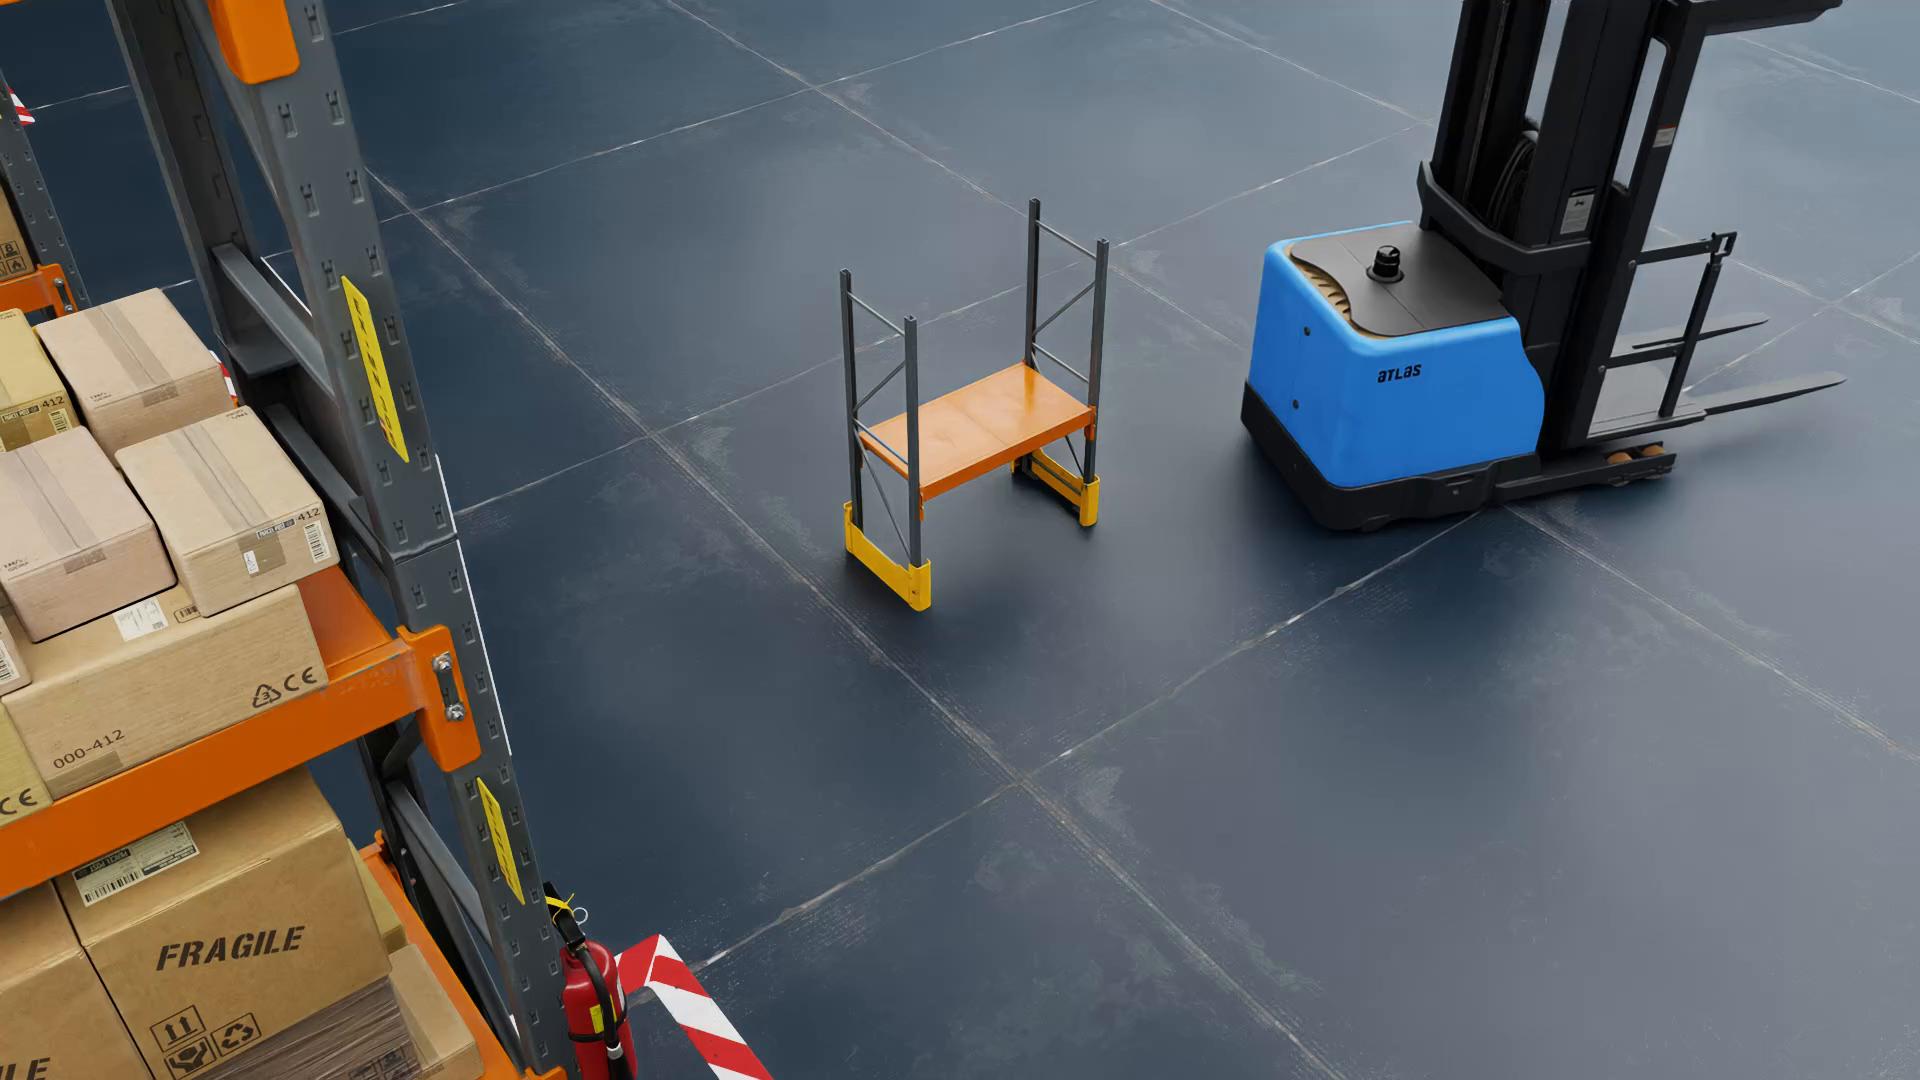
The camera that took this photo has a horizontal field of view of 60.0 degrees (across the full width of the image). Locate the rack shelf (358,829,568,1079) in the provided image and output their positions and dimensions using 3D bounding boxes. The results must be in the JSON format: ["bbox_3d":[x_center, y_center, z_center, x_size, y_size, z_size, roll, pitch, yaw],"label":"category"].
[{"bbox_3d":[-2.892,1.983,3.669,4.000,0.370,1.077,-26,46,-28],"label":"rack shelf"}]

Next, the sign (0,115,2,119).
[{"bbox_3d":[-3.929,-1.863,6.689,0.005,0.325,0.100,-26,46,-28],"label":"sign"}]

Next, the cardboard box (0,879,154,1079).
[{"bbox_3d":[-1.985,0.924,3.290,0.500,0.500,0.500,-26,46,-28],"label":"cardboard box"}]

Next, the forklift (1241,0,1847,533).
[{"bbox_3d":[3.014,-1.707,7.653,3.031,2.935,1.130,-11,41,-13],"label":"forklift"}]

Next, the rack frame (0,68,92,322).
[{"bbox_3d":[-4.248,-1.602,7.471,0.127,3.000,1.000,-26,46,-28],"label":"rack frame"}]

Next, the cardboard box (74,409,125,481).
[{"bbox_3d":[-1.846,-0.114,3.411,0.500,0.250,0.500,-25,45,-27],"label":"cardboard box"}]

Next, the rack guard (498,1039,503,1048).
[{"bbox_3d":[-1.366,1.927,5.140,0.348,0.500,1.175,-26,46,-28],"label":"rack guard"}]

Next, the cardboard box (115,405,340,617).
[{"bbox_3d":[-1.336,-0.060,3.030,0.250,0.149,0.380,-26,46,-28],"label":"cardboard box"}]

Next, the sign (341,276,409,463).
[{"bbox_3d":[-0.984,-0.284,2.801,0.005,0.325,0.100,-26,46,-28],"label":"sign"}]

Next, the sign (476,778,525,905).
[{"bbox_3d":[-0.984,0.649,3.566,0.005,0.325,0.100,-26,46,-28],"label":"sign"}]

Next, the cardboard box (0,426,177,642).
[{"bbox_3d":[-1.614,-0.018,2.980,0.250,0.149,0.380,-28,47,-29],"label":"cardboard box"}]

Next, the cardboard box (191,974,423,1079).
[{"bbox_3d":[-1.759,0.977,4.014,0.500,0.500,0.875,-26,46,-28],"label":"cardboard box"}]

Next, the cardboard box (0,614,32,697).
[{"bbox_3d":[-1.764,0.142,2.784,0.250,0.149,0.380,-28,47,-30],"label":"cardboard box"}]

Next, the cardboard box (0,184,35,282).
[{"bbox_3d":[-4.515,-1.494,7.221,0.550,0.550,0.875,-26,46,-28],"label":"cardboard box"}]

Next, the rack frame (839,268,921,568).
[{"bbox_3d":[-0.335,-0.416,7.209,0.032,1.500,0.500,-26,46,-28],"label":"rack frame"}]

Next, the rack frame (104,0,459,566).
[{"bbox_3d":[-1.306,-1.388,2.480,0.127,3.000,1.000,-26,46,-28],"label":"rack frame"}]

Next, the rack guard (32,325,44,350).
[{"bbox_3d":[-4.229,-0.645,8.275,0.348,0.500,1.175,-26,46,-28],"label":"rack guard"}]

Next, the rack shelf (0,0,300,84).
[{"bbox_3d":[-2.892,-0.335,1.767,4.000,0.370,1.077,-26,46,-28],"label":"rack shelf"}]

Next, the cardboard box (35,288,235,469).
[{"bbox_3d":[-1.665,-0.334,3.365,0.250,0.149,0.380,-26,46,-28],"label":"cardboard box"}]

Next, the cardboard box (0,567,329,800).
[{"bbox_3d":[-1.534,0.144,3.096,0.500,0.250,0.500,-25,45,-27],"label":"cardboard box"}]

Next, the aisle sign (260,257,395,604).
[{"bbox_3d":[-1.440,-0.248,3.771,0.004,0.787,0.394,-26,46,-28],"label":"aisle sign"}]

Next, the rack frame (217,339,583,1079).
[{"bbox_3d":[-1.306,0.932,4.383,0.127,3.000,1.000,-26,46,-28],"label":"rack frame"}]

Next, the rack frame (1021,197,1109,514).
[{"bbox_3d":[0.471,-0.809,7.687,0.032,1.500,0.500,-26,46,-28],"label":"rack frame"}]

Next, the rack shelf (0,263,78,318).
[{"bbox_3d":[-5.834,-0.551,6.757,4.000,0.370,1.077,-26,46,-28],"label":"rack shelf"}]

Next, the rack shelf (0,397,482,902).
[{"bbox_3d":[-2.892,0.823,2.717,4.000,0.370,1.077,-26,46,-28],"label":"rack shelf"}]

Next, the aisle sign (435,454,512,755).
[{"bbox_3d":[-1.074,0.053,3.404,0.004,0.787,0.394,-26,46,-28],"label":"aisle sign"}]

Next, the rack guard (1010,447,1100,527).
[{"bbox_3d":[0.455,-0.319,8.075,0.087,0.250,0.587,-26,46,-28],"label":"rack guard"}]

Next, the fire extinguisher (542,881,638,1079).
[{"bbox_3d":[-0.934,1.149,4.179,0.183,0.674,0.296,-26,46,-28],"label":"fire extinguisher"}]

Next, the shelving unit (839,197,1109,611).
[{"bbox_3d":[0.060,-0.609,7.444,1.083,1.500,0.587,-26,46,-28],"label":"shelving unit"}]

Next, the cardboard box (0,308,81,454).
[{"bbox_3d":[-1.930,-0.283,3.302,0.250,0.149,0.380,-25,45,-27],"label":"cardboard box"}]

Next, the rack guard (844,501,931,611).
[{"bbox_3d":[-0.334,0.066,7.606,0.087,0.250,0.587,-26,46,-28],"label":"rack guard"}]

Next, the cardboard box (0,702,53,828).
[{"bbox_3d":[-1.928,0.338,2.859,0.500,0.250,0.500,-26,46,-28],"label":"cardboard box"}]

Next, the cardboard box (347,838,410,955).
[{"bbox_3d":[-1.677,1.019,4.474,0.250,0.149,0.380,-26,46,-28],"label":"cardboard box"}]

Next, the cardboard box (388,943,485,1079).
[{"bbox_3d":[-1.406,1.243,4.202,0.250,0.149,0.380,-26,46,-28],"label":"cardboard box"}]

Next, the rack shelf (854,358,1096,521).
[{"bbox_3d":[0.068,-0.474,7.562,1.000,0.185,0.538,-26,46,-28],"label":"rack shelf"}]

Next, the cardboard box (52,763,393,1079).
[{"bbox_3d":[-1.592,0.728,3.529,0.500,0.500,0.500,-26,46,-28],"label":"cardboard box"}]
